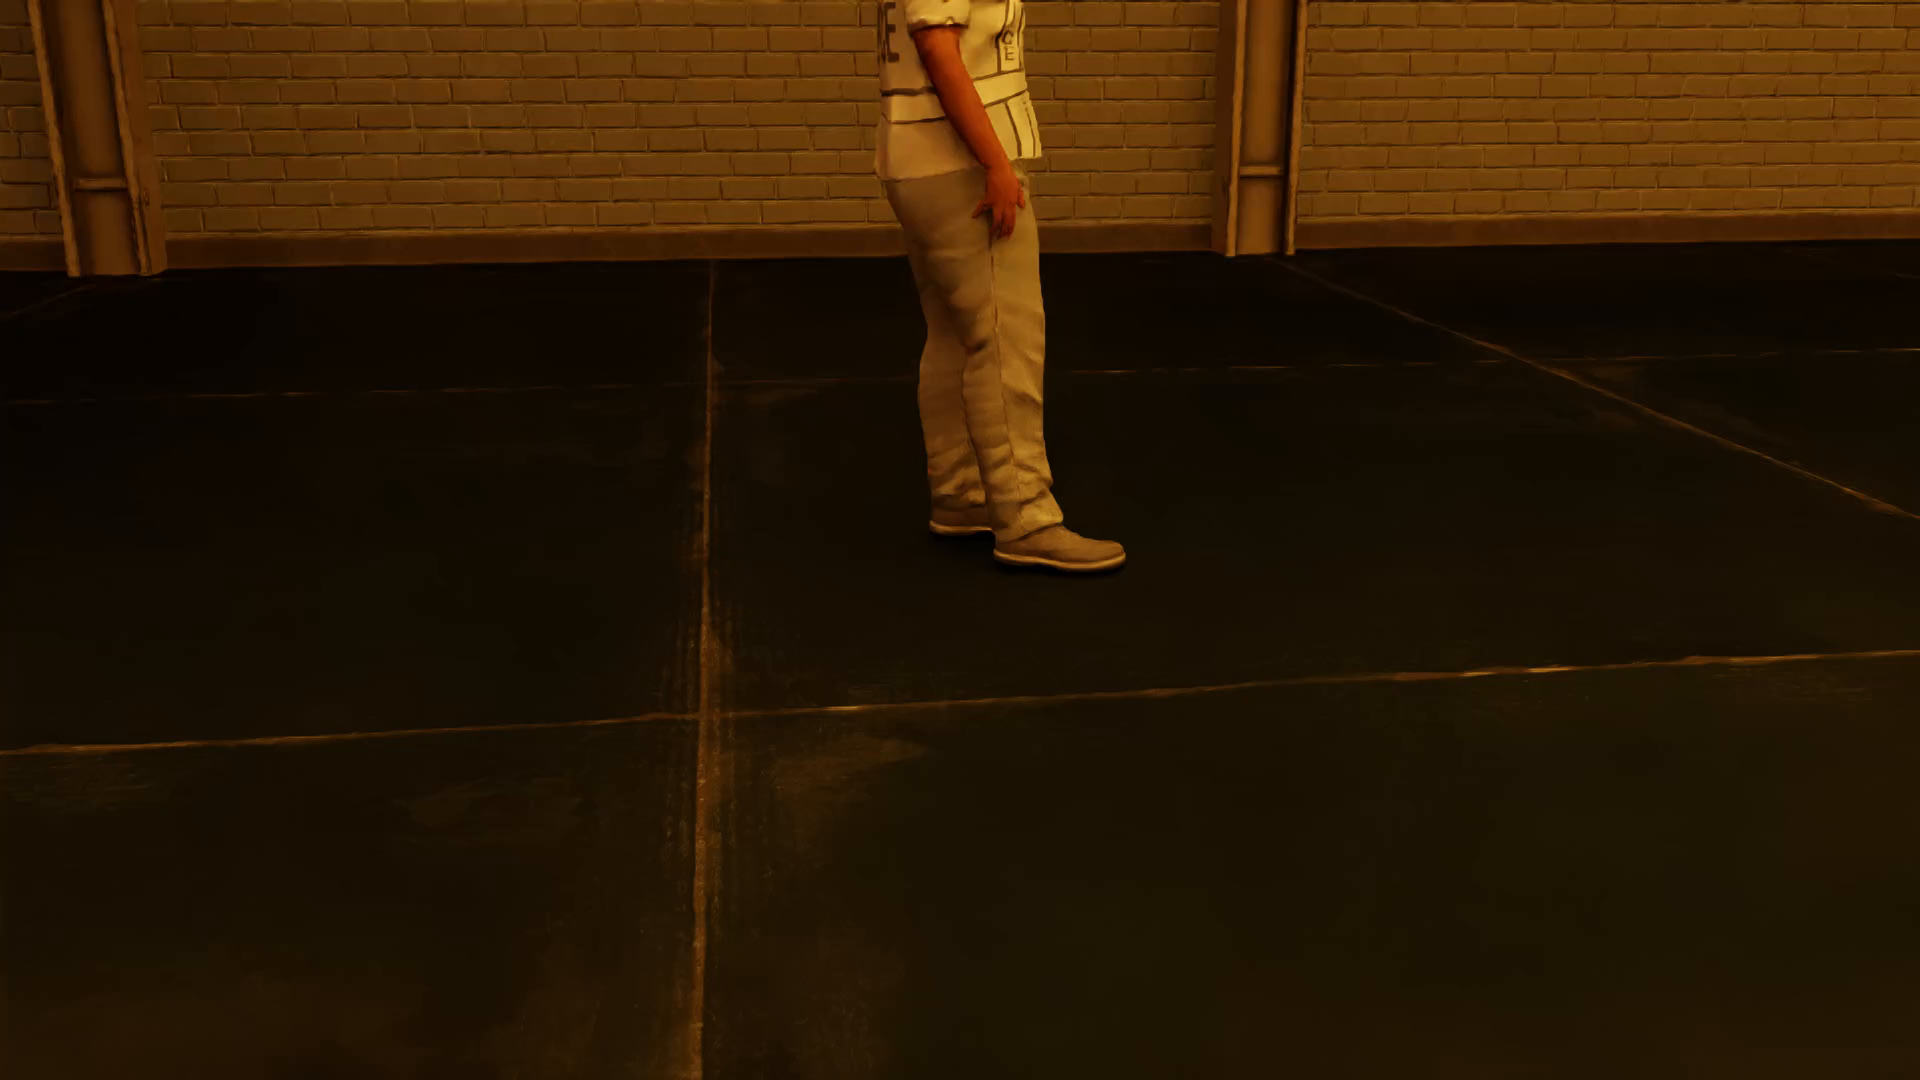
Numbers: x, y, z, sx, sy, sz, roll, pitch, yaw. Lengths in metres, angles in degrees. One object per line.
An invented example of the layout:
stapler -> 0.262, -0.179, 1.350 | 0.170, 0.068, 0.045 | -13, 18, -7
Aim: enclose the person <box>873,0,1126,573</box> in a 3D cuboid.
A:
person -> 0.081, -0.801, 3.712 | 0.526, 1.669, 0.598 | -2, 17, -8
